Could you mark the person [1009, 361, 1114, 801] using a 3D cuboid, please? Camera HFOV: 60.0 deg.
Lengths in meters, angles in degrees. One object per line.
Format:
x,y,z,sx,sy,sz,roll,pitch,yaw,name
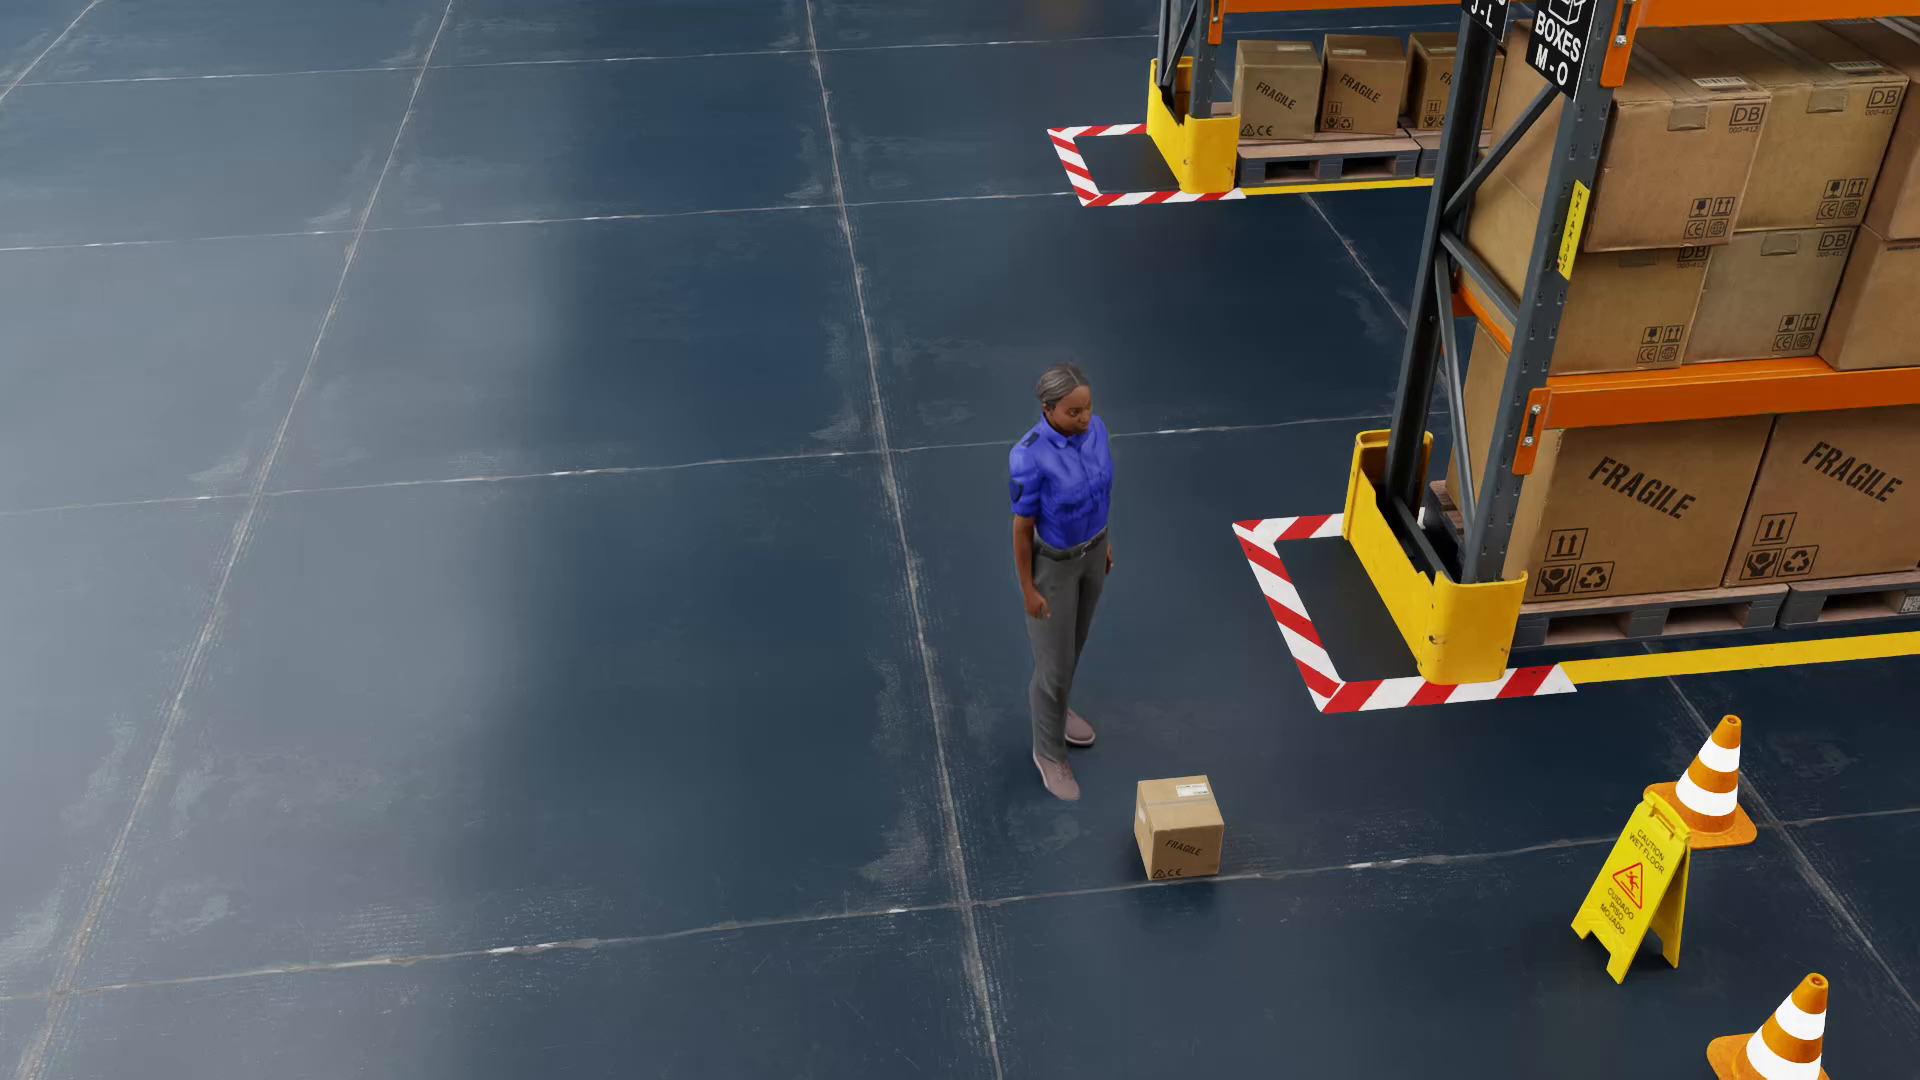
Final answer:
0.427,0.133,5.984,0.499,1.711,0.463,-29,44,-35,person
